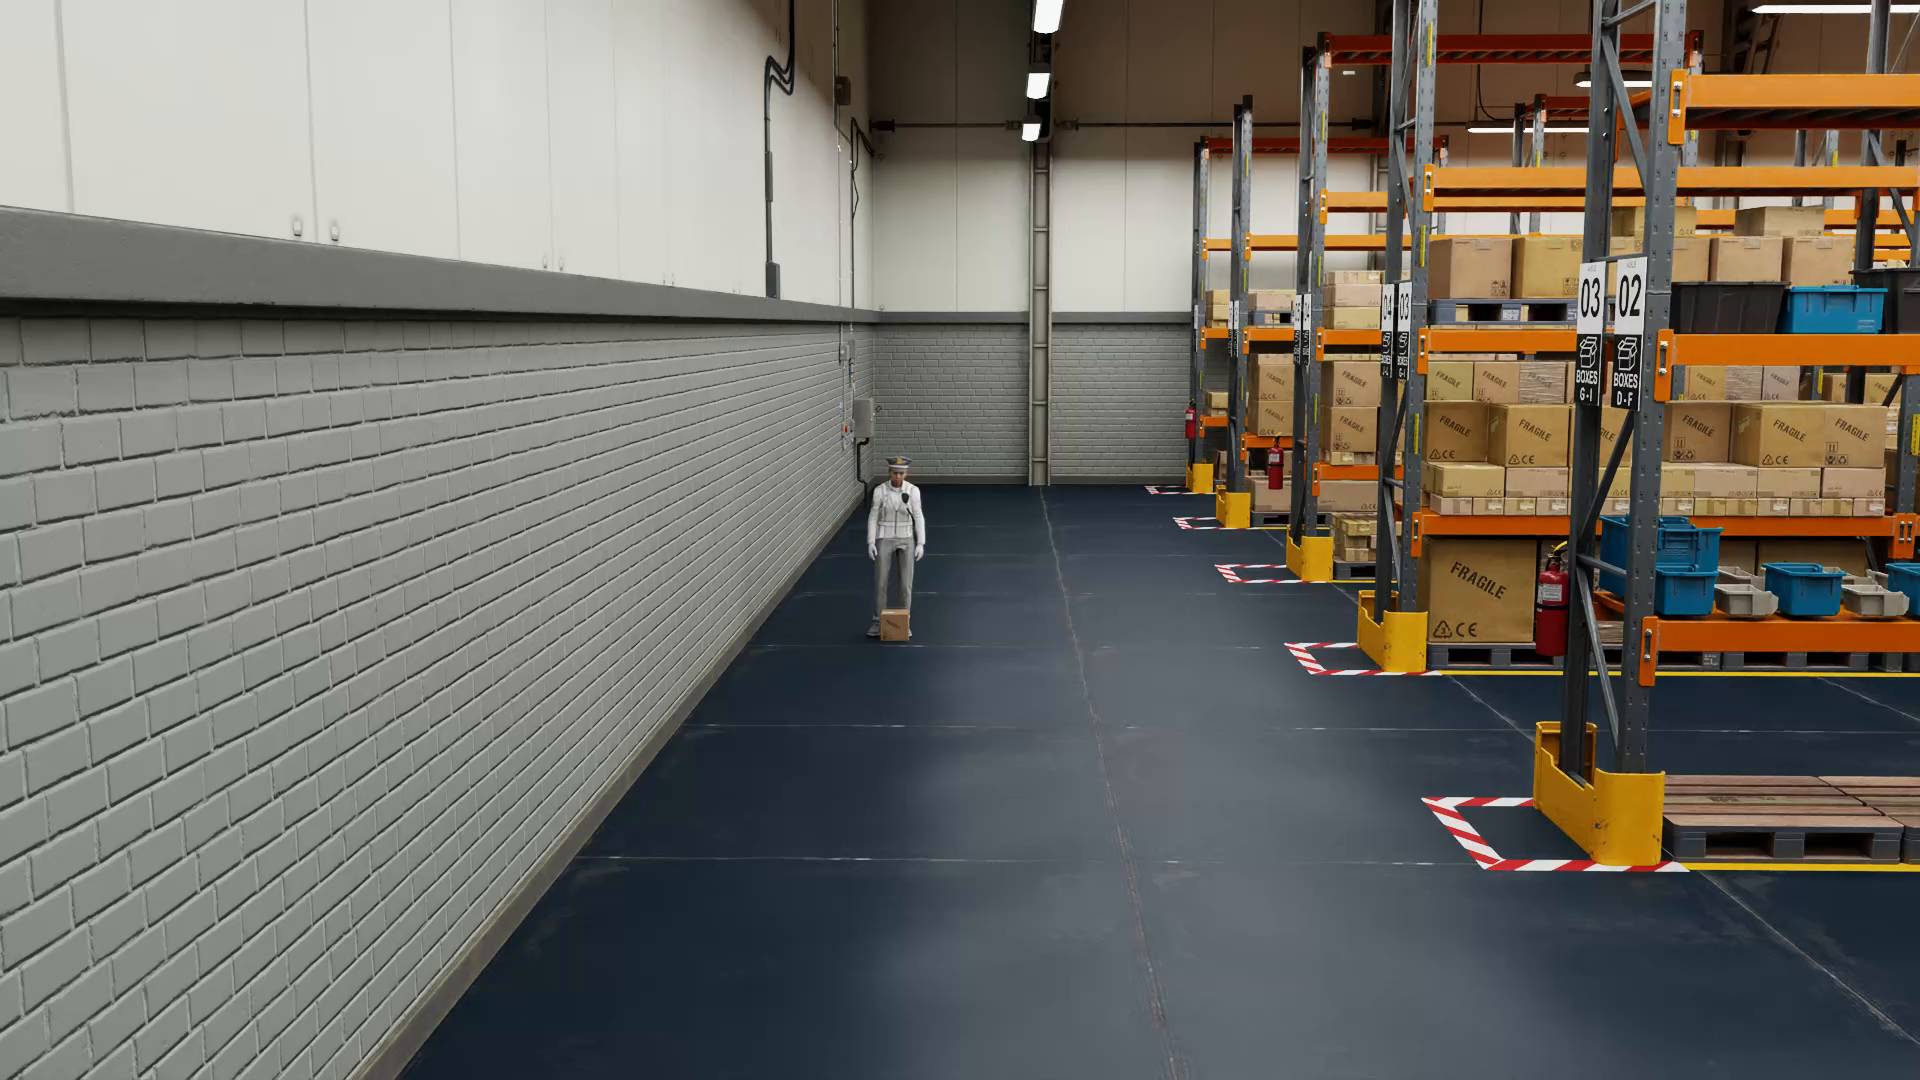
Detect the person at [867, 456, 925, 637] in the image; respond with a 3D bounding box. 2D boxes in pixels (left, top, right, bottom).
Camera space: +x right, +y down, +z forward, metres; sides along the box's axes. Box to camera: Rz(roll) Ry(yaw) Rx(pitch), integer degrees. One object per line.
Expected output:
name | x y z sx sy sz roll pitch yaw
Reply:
person | -0.592 0.053 15.358 0.542 1.662 0.415 0 7 -2
